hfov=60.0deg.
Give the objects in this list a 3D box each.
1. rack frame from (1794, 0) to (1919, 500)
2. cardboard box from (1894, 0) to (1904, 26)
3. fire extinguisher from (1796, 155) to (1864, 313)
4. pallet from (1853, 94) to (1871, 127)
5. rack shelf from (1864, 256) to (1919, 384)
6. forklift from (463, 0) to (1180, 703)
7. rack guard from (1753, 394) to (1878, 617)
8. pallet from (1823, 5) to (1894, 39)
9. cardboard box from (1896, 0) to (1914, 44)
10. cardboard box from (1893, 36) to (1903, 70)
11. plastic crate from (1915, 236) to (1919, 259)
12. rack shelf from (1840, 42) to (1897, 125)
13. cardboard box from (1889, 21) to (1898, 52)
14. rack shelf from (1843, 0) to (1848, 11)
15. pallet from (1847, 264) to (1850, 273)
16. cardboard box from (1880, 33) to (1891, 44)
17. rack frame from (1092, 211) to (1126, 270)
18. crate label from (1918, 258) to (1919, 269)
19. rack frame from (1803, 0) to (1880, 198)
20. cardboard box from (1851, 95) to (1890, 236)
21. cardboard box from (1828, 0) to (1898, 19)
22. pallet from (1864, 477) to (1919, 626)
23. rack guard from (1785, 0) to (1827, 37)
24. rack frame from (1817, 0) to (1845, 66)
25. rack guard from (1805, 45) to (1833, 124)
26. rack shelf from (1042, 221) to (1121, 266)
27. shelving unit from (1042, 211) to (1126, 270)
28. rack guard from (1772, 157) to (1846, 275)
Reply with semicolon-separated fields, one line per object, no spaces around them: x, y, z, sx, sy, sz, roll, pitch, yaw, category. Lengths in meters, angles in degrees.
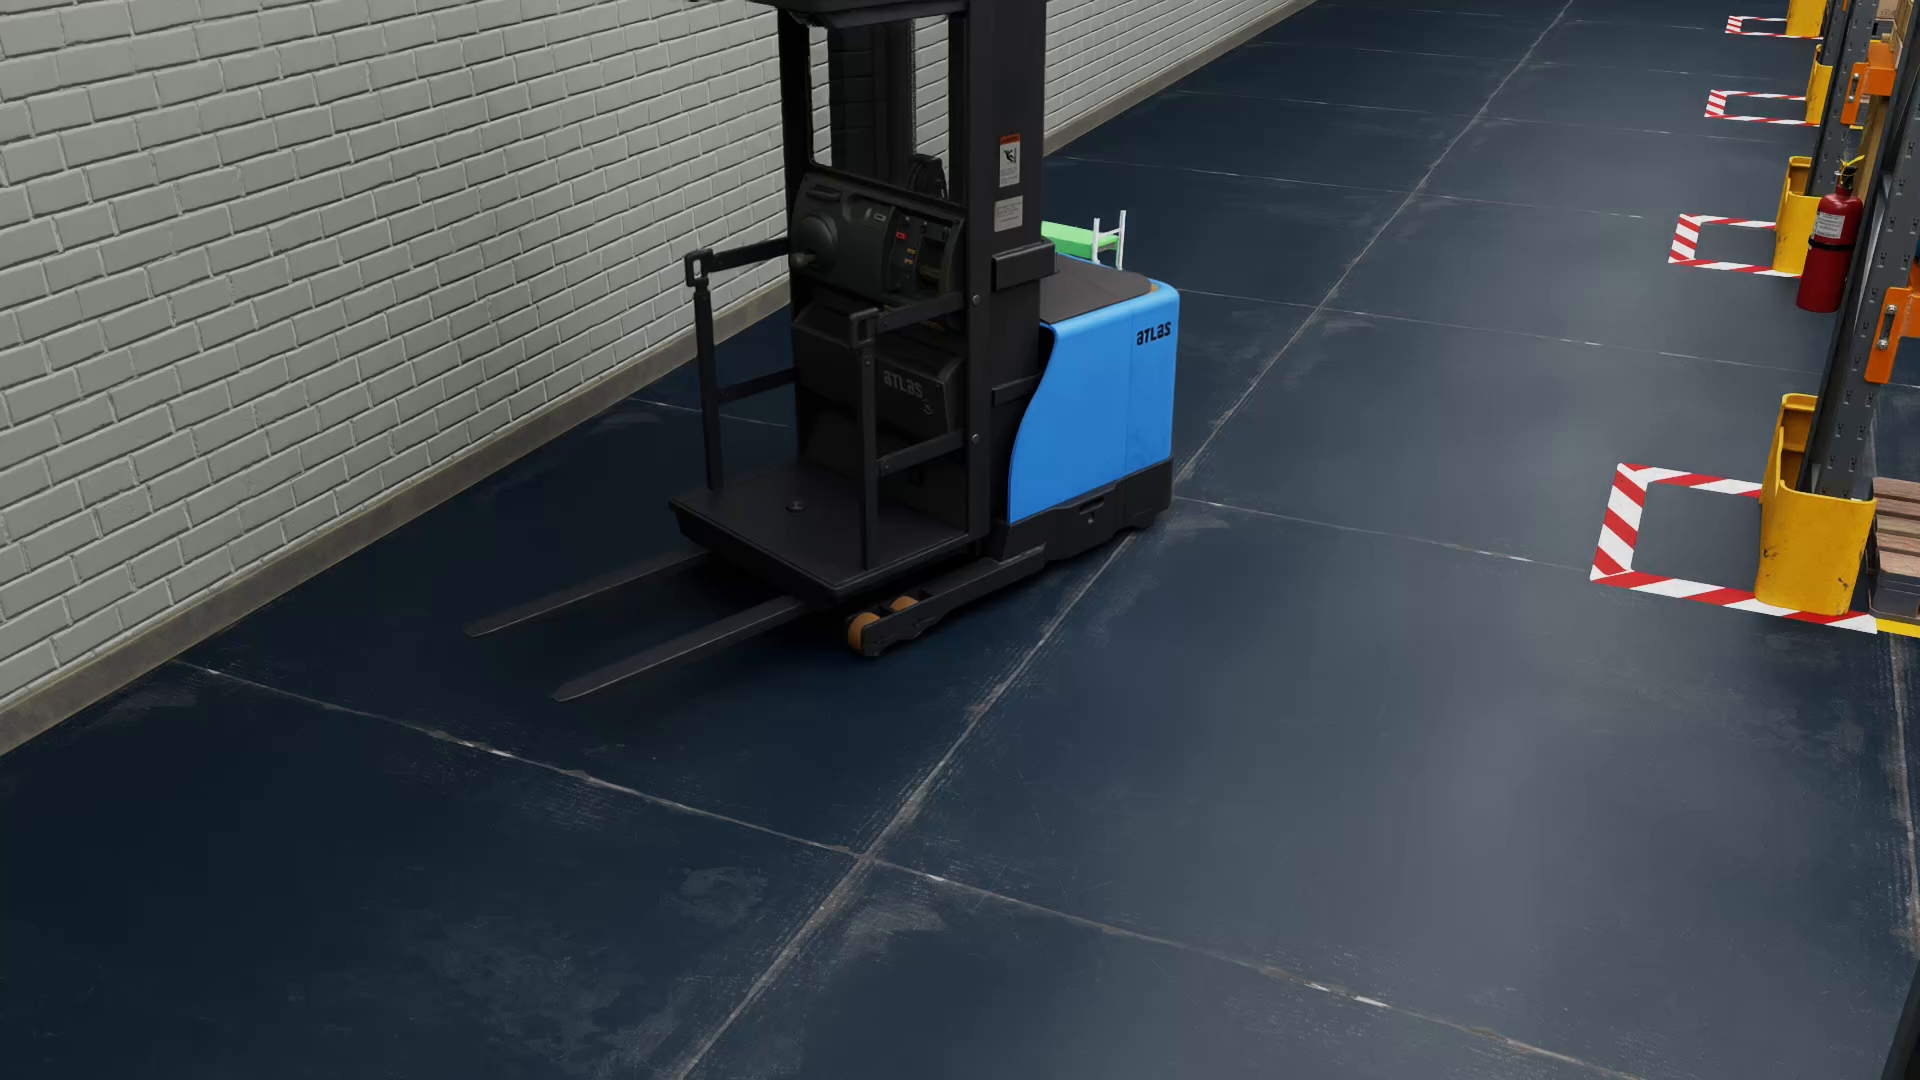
3.640;-1.297;6.489;0.127;3.000;1.000;11;28;22;rack frame
6.242;-3.373;10.538;0.500;0.250;0.500;11;28;21;cardboard box
3.691;-1.305;7.015;0.183;0.674;0.296;11;28;22;fire extinguisher
8.630;-3.837;14.804;1.213;0.211;1.003;11;28;22;pallet
5.461;-0.609;5.905;4.000;0.370;1.077;11;28;22;rack shelf
-0.480;-1.129;6.225;3.031;2.935;1.130;-22;34;-38;forklift
3.613;-0.175;7.039;0.348;0.500;1.175;11;28;22;rack guard
10.553;-5.908;19.010;1.213;0.211;1.003;11;28;22;pallet
6.016;-3.159;10.102;0.500;0.250;0.500;11;28;20;cardboard box
5.877;-2.978;10.188;0.250;0.149;0.380;12;29;22;cardboard box
4.023;-1.354;6.496;0.499;0.435;0.616;11;28;22;plastic crate
7.511;-2.600;9.950;4.000;0.370;1.077;11;28;22;rack shelf
6.151;-3.243;10.726;0.250;0.149;0.380;12;29;23;cardboard box
9.656;-4.576;13.963;4.000;0.370;1.077;11;28;22;rack shelf
6.451;-1.923;10.917;1.213;0.211;1.003;11;28;22;pallet
8.423;-4.446;14.963;0.250;0.149;0.380;12;29;22;cardboard box
0.658;-0.917;7.740;0.015;1.200;0.240;19;29;33;rack frame
3.729;-1.071;6.152;0.303;0.233;0.416;11;28;22;crate label
5.691;-3.289;10.534;0.127;3.000;1.000;11;28;22;rack frame
6.306;-2.439;10.738;0.875;0.875;0.875;11;28;22;cardboard box
10.435;-6.232;18.937;0.875;0.438;0.875;10;28;20;cardboard box
4.375;0.120;6.767;1.213;0.211;1.003;11;28;22;pallet
9.771;-6.156;19.188;0.348;0.500;1.175;11;28;22;rack guard
7.836;-5.265;14.547;0.127;3.000;1.000;11;28;22;rack frame
7.905;-4.129;15.071;0.348;0.500;1.175;11;28;22;rack guard
0.477;-1.363;7.705;0.480;0.148;0.258;19;29;33;rack shelf
0.464;-0.983;7.874;0.503;1.200;0.258;19;29;33;shelving unit
5.669;-2.172;11.095;0.348;0.500;1.175;11;28;22;rack guard
